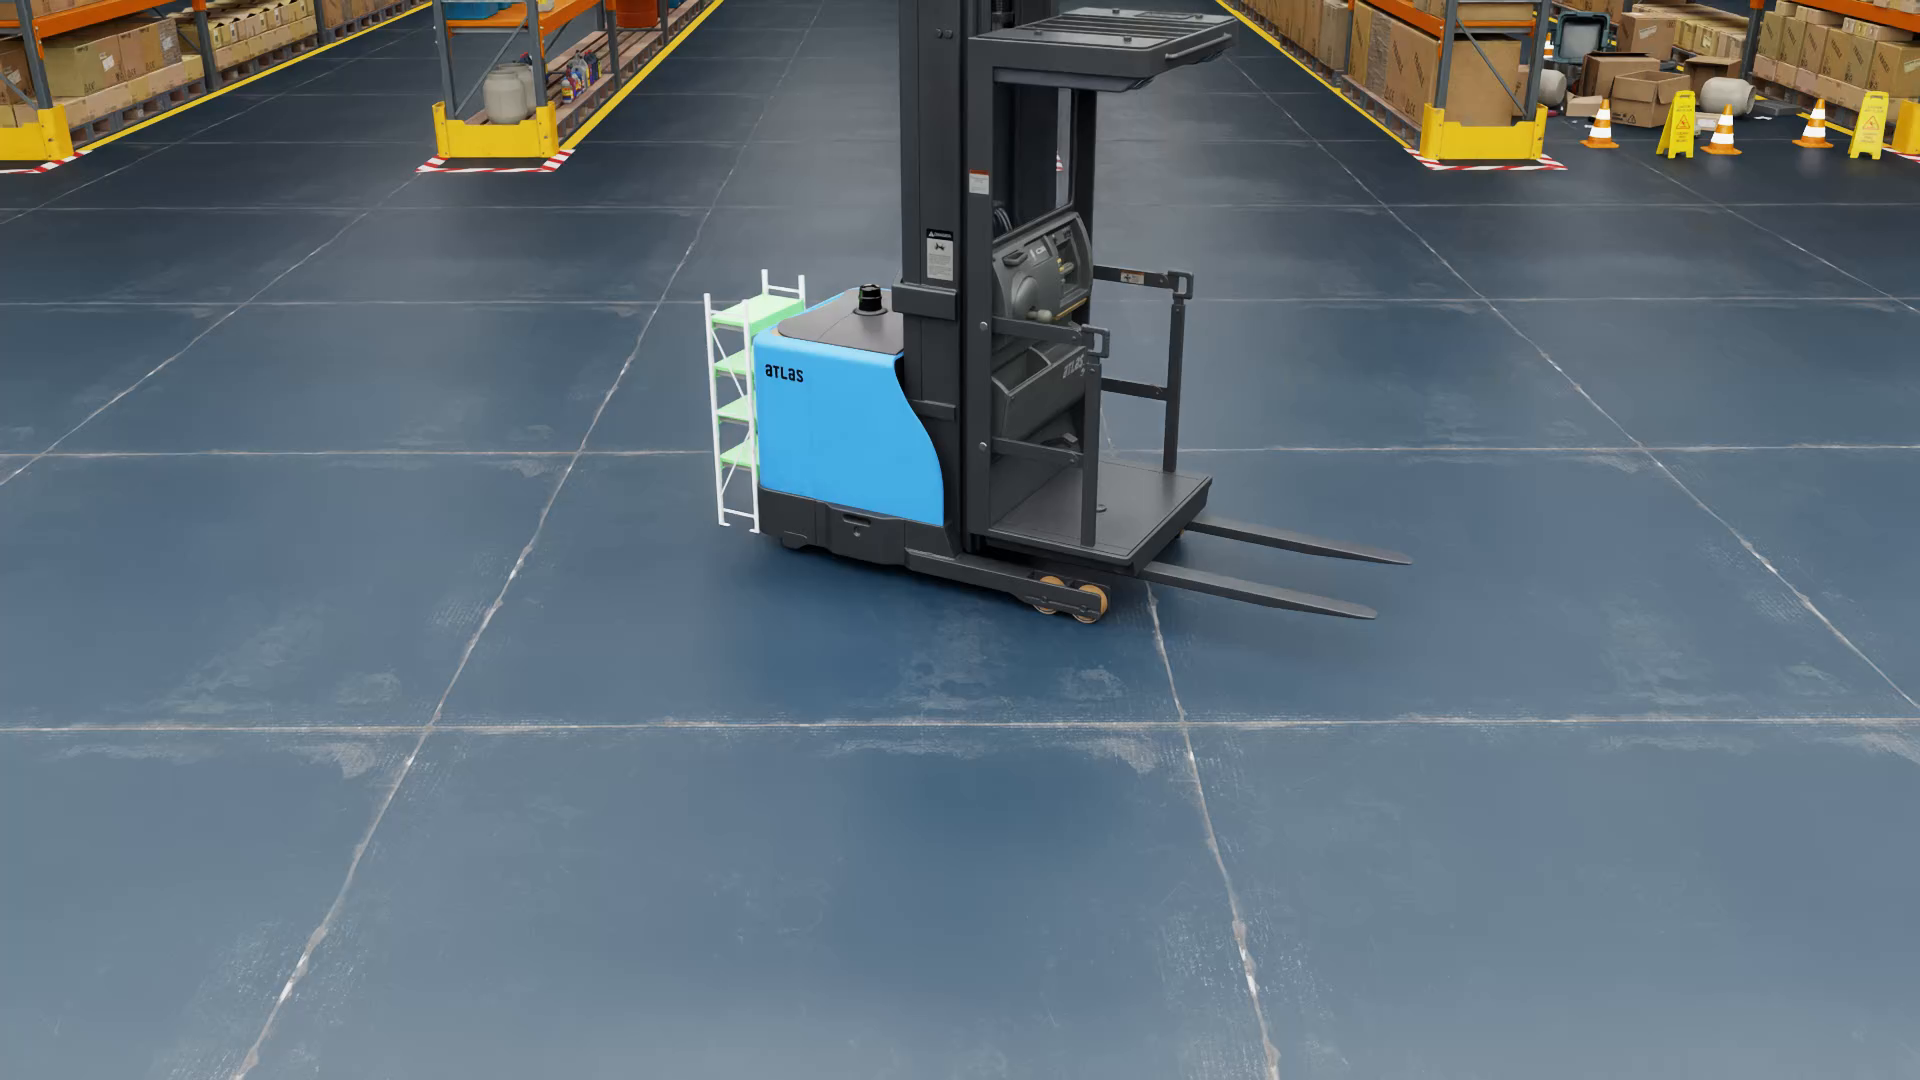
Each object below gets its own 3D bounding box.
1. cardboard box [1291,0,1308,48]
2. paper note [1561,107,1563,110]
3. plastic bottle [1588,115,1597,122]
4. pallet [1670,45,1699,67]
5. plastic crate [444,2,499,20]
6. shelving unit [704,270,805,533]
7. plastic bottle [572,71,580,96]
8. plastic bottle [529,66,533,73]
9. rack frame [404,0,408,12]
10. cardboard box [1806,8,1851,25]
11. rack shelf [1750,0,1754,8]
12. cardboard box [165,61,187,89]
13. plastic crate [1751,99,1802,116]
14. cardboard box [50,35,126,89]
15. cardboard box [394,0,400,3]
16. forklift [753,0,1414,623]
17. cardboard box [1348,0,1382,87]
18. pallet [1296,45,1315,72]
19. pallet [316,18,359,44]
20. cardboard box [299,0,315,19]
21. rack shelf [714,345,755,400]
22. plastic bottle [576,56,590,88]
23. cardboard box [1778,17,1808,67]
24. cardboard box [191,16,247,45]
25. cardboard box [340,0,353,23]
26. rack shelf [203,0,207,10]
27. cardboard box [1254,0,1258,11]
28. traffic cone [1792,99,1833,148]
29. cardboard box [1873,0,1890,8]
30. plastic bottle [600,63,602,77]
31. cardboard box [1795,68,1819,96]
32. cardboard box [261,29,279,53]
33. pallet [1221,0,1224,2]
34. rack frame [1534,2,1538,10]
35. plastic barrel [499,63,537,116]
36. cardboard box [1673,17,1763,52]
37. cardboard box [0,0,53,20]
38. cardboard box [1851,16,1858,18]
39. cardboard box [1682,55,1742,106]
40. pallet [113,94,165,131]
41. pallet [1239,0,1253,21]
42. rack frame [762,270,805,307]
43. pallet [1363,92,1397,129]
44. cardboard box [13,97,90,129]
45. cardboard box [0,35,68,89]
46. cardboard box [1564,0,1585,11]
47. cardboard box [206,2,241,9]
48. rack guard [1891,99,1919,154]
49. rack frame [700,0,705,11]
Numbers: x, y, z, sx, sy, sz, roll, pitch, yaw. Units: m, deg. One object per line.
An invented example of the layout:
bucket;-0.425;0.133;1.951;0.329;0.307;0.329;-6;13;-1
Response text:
cardboard box;5.110;-7.122;22.578;1.050;0.750;0.750;0;24;0
paper note;7.069;-5.012;19.304;0.172;0.023;0.155;8;26;18
plastic bottle;7.109;-4.697;18.560;0.133;0.061;0.283;-9;26;-19
pallet;10.147;-6.538;22.449;1.003;0.211;1.213;0;24;-1
plastic crate;-4.950;-5.405;16.742;0.499;0.251;0.616;0;24;-1
shelving unit;-0.996;-0.695;8.330;0.258;1.200;0.503;12;27;25
plastic bottle;-4.359;-5.157;18.788;0.097;0.271;0.097;0;24;0
plastic bottle;-4.941;-5.300;19.099;0.152;0.276;0.135;0;24;-1
rack frame;-9.730;-10.192;27.146;1.000;3.000;0.127;0;24;-1
cardboard box;9.864;-5.940;18.874;0.380;0.149;0.250;1;24;2
rack shelf;10.151;-7.480;22.021;1.077;0.370;4.000;0;24;-1
cardboard box;-9.423;-5.438;19.461;0.500;0.250;0.500;0;24;-1
plastic crate;9.370;-5.002;19.214;0.402;0.080;0.583;-9;26;-19
cardboard box;-9.408;-5.162;17.940;0.500;0.500;0.500;0;24;-1
cardboard box;-9.438;-9.052;27.123;0.500;0.500;0.500;0;24;-1
forklift;0.558;-1.215;7.379;3.031;2.935;1.130;12;27;25
cardboard box;5.161;-5.883;19.687;0.875;0.875;0.875;0;24;0
pallet;5.124;-6.471;22.300;1.003;0.211;1.213;0;24;-1
pallet;-9.656;-7.581;24.757;1.003;0.211;1.213;0;24;-1
cardboard box;-9.434;-7.523;23.391;0.500;0.311;0.500;0;24;1
rack shelf;-0.996;-0.855;8.257;0.258;0.148;0.480;12;27;25
plastic bottle;-4.389;-5.434;19.305;0.144;0.351;0.185;0;24;-1
cardboard box;9.927;-5.799;19.348;0.500;0.500;0.500;1;24;2
cardboard box;-9.398;-6.468;21.057;0.500;0.311;0.500;-1;24;-1
cardboard box;-9.417;-8.010;24.820;0.500;0.500;0.500;-1;24;-2
rack shelf;-9.664;-7.392;21.827;1.077;0.370;4.000;0;24;-1
cardboard box;4.906;-8.529;25.991;0.500;0.500;0.500;0;24;0
traffic cone;8.922;-4.351;17.308;0.336;0.463;0.334;0;24;-1
cardboard box;9.870;-5.689;17.494;0.380;0.149;0.250;0;24;0
plastic bottle;-4.374;-5.694;20.061;0.097;0.201;0.097;0;24;0
cardboard box;9.935;-5.239;19.021;0.500;0.250;0.500;-1;24;-1
cardboard box;-9.416;-6.635;22.108;0.500;0.250;0.500;0;24;0
pallet;5.078;-9.726;29.498;1.003;0.211;1.213;0;24;-1
rack frame;10.085;-10.280;27.339;1.000;3.000;0.127;0;24;-1
plastic barrel;-4.735;-4.803;17.740;0.421;0.512;0.421;0;24;0
cardboard box;10.144;-6.776;22.272;0.950;0.372;0.625;1;24;1
cardboard box;-9.591;-5.486;16.617;0.700;0.500;0.500;0;24;-1
cardboard box;10.455;-5.811;19.376;0.500;0.500;0.500;0;24;0
cardboard box;8.824;-5.398;19.575;0.500;0.500;0.500;19;30;35
pallet;-9.659;-4.793;18.592;1.003;0.211;1.213;0;24;-1
pallet;5.147;-8.625;27.063;1.003;0.211;1.213;0;24;-1
rack frame;-0.882;-0.783;8.526;0.240;1.200;0.015;12;27;25
pallet;5.170;-4.831;18.676;1.003;0.211;1.213;0;24;-1
cardboard box;-9.382;-4.408;17.183;0.500;0.250;0.500;0;24;-1
cardboard box;-9.928;-5.159;17.935;0.500;0.500;0.500;0;24;-1
cardboard box;10.190;-8.876;26.304;0.875;0.875;0.875;0;24;1
cardboard box;-9.957;-7.094;22.443;0.500;0.311;0.500;-1;24;-2
rack guard;10.216;-4.227;16.990;1.175;0.500;0.348;0;24;-1
rack frame;-4.777;-10.213;27.192;1.000;3.000;0.127;0;24;-1
